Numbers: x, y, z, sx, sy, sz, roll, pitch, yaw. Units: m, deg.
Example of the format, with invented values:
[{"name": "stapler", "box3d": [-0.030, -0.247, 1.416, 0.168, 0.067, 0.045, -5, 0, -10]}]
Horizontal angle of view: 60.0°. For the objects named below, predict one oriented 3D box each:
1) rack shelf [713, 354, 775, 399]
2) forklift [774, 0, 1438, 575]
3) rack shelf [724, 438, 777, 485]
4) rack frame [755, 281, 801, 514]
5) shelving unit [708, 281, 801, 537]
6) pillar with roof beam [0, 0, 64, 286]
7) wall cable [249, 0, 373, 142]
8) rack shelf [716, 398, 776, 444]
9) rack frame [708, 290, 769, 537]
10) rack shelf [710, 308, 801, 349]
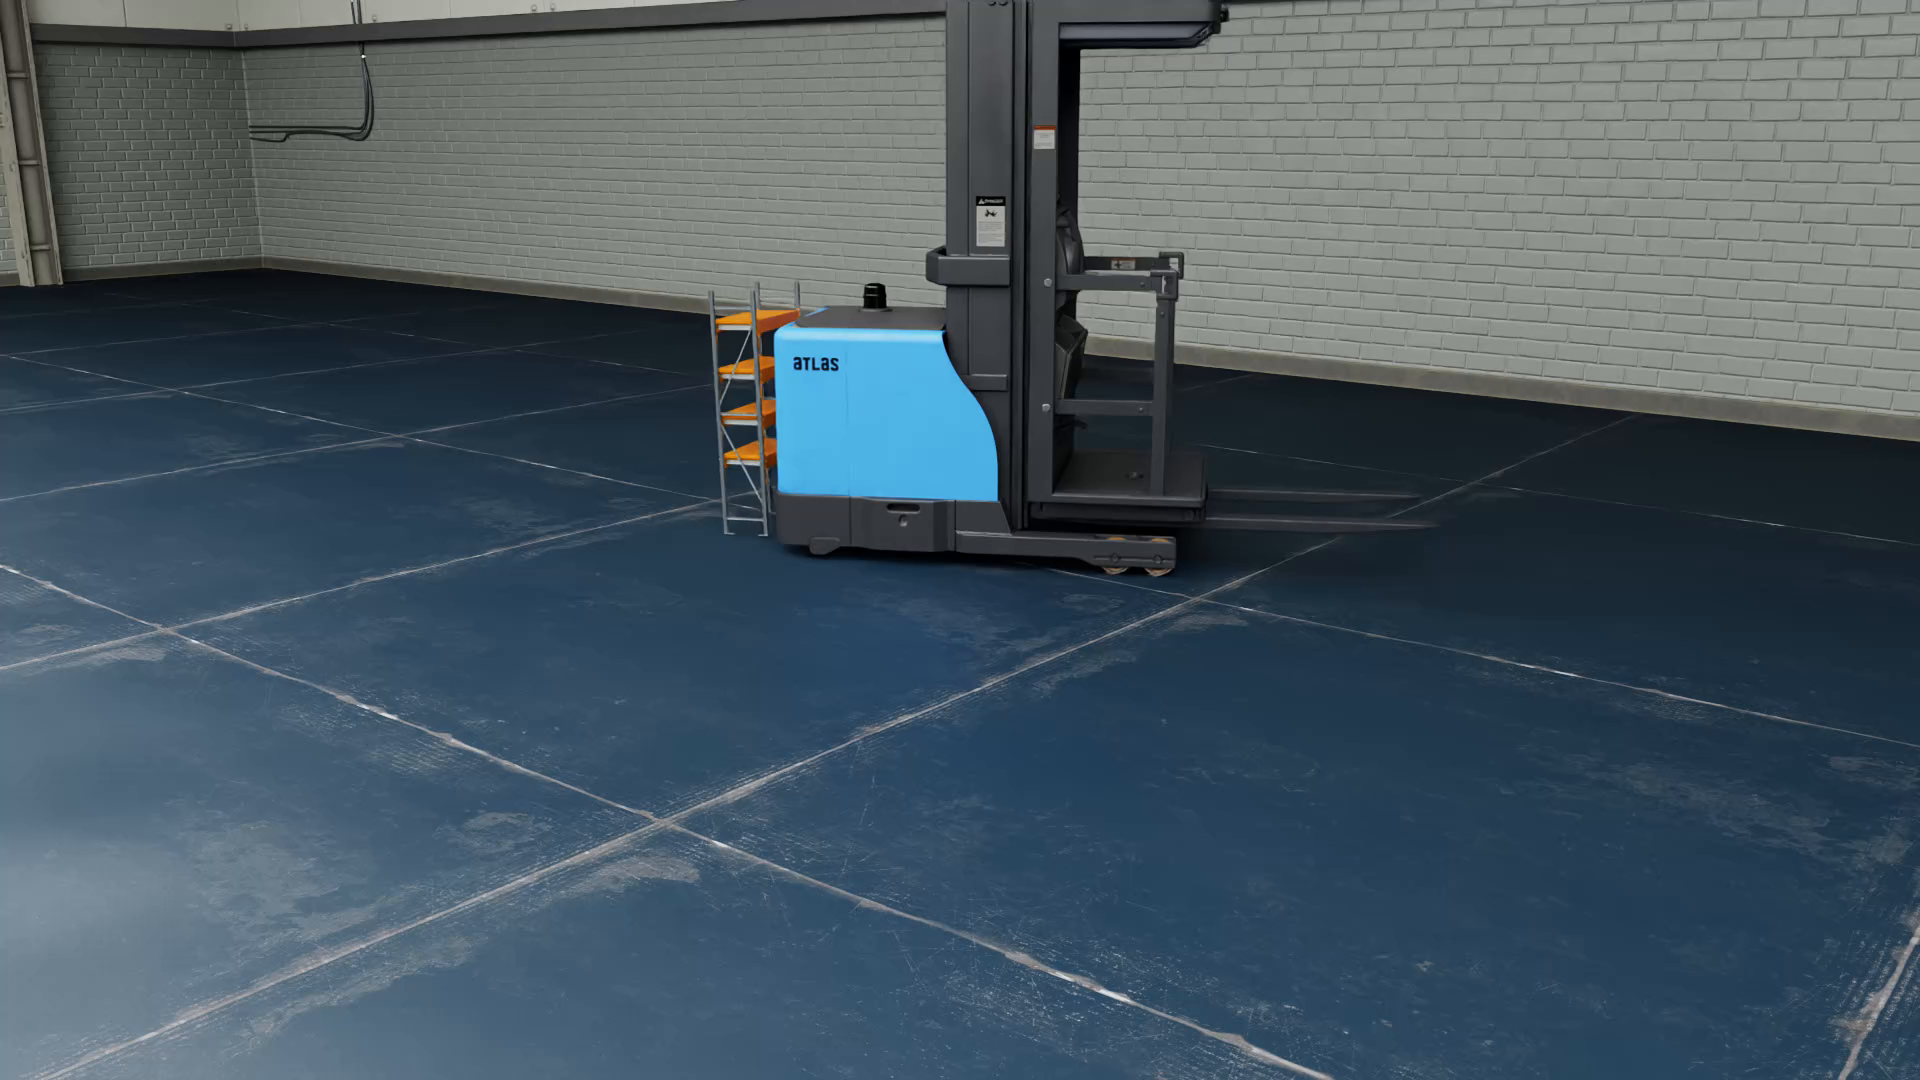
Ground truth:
[{"name": "rack shelf", "box3d": [-0.991, -0.814, 8.237, 0.258, 0.148, 0.480, 3, 14, 20]}, {"name": "forklift", "box3d": [0.697, -1.402, 7.687, 3.031, 2.935, 1.130, 2, 14, 9]}, {"name": "rack shelf", "box3d": [-0.979, -0.403, 8.336, 0.258, 0.148, 0.480, 3, 14, 20]}, {"name": "rack frame", "box3d": [-0.904, -0.718, 8.496, 0.240, 1.200, 0.015, 3, 14, 20]}, {"name": "shelving unit", "box3d": [-0.986, -0.662, 8.273, 0.258, 1.200, 0.503, 3, 14, 20]}, {"name": "pillar with roof beam", "box3d": [-8.002, -6.853, 16.824, 9.100, 9.000, 0.400, 11, 18, 38]}, {"name": "wall cable", "box3d": [-8.471, -6.374, 21.244, 3.097, 2.526, 0.112, 11, 18, 38]}, {"name": "rack shelf", "box3d": [-0.984, -0.596, 8.289, 0.258, 0.148, 0.480, 3, 14, 20]}, {"name": "rack frame", "box3d": [-1.069, -0.605, 8.051, 0.240, 1.200, 0.015, 3, 14, 20]}, {"name": "rack shelf", "box3d": [-0.998, -1.043, 8.181, 0.258, 0.148, 0.480, 3, 14, 20]}]
